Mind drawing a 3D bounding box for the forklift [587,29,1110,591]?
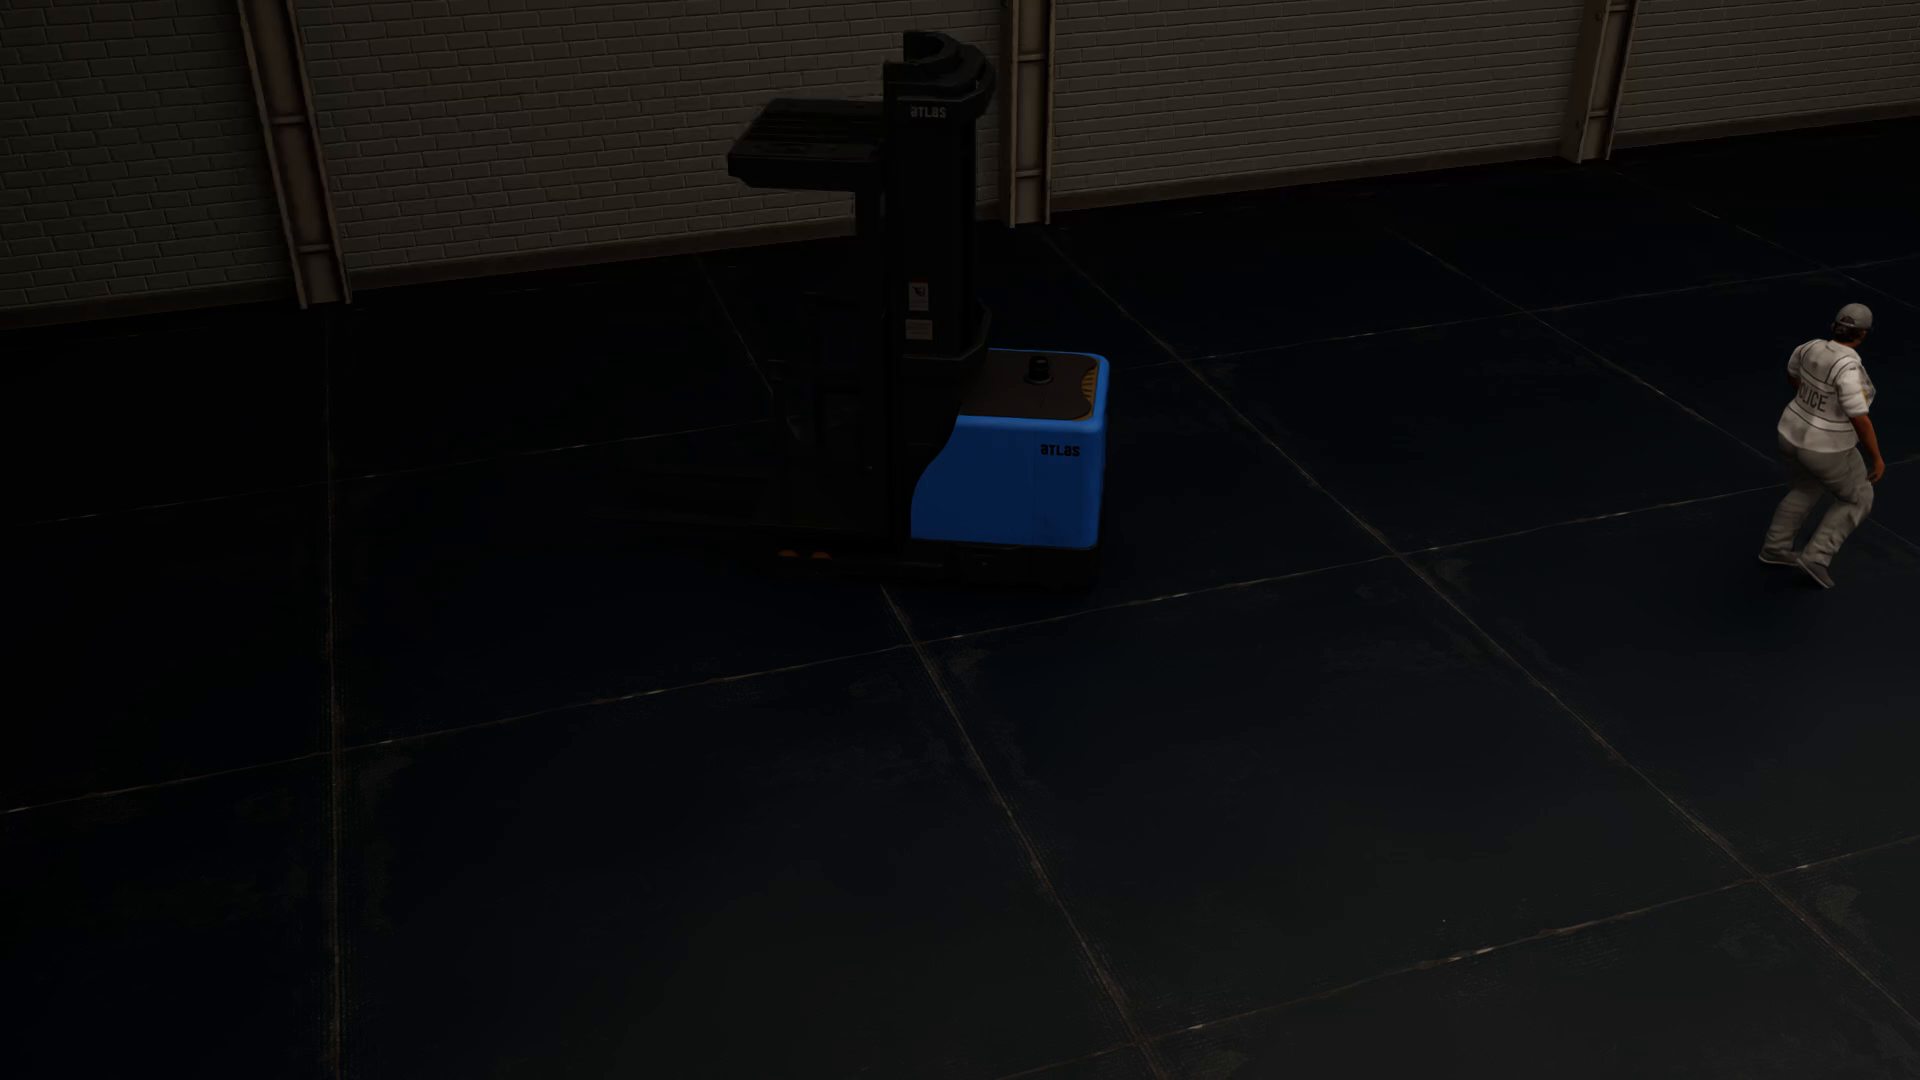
[{"bbox_3d":[-0.666,-1.292,9.333,3.031,2.935,1.130,4,30,6],"label":"forklift"}]

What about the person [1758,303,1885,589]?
[{"bbox_3d":[4.865,-0.548,9.381,0.489,1.673,0.785,-3,30,-5],"label":"person"}]
